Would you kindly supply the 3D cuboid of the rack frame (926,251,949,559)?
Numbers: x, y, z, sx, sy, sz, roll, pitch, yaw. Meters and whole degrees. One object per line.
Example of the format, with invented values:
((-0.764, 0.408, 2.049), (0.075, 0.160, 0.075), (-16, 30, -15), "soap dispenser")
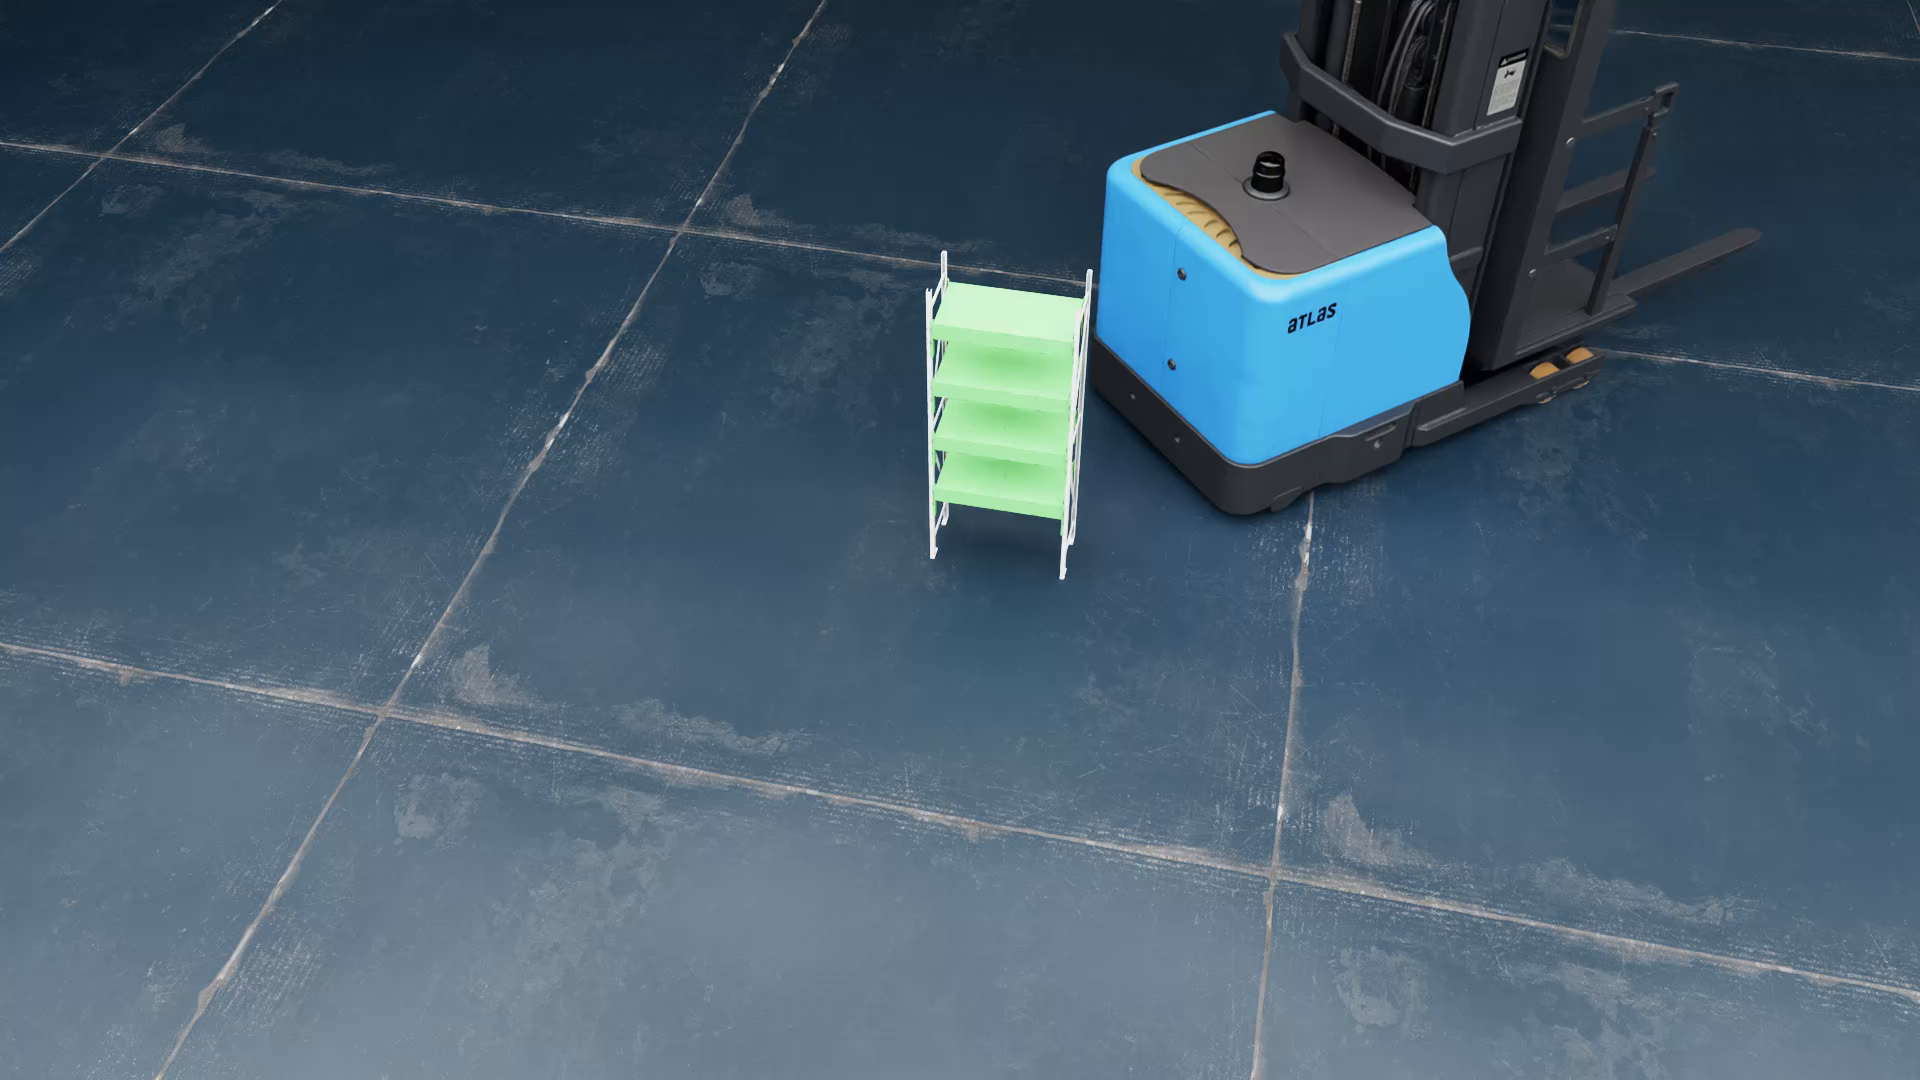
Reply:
((-0.077, -0.444, 5.846), (0.015, 1.200, 0.240), (9, 45, 9), "rack frame")

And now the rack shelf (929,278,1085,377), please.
((0.162, -0.707, 5.519), (0.480, 0.148, 0.258), (9, 45, 9), "rack shelf")

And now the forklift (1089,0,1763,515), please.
((2.064, -1.913, 6.124), (3.031, 2.935, 1.130), (-22, 48, -21), "forklift")

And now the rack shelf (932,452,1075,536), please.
((0.162, -0.188, 6.019), (0.480, 0.148, 0.258), (9, 45, 9), "rack shelf")

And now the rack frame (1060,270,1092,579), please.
((0.400, -0.370, 5.769), (0.015, 1.200, 0.240), (9, 45, 9), "rack frame")

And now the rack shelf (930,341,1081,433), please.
((0.162, -0.534, 5.686), (0.480, 0.148, 0.258), (9, 45, 9), "rack shelf")

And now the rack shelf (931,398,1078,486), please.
((0.162, -0.361, 5.852), (0.480, 0.148, 0.258), (9, 45, 9), "rack shelf")

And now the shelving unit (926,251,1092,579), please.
((0.162, -0.407, 5.808), (0.503, 1.200, 0.258), (9, 45, 9), "shelving unit")
